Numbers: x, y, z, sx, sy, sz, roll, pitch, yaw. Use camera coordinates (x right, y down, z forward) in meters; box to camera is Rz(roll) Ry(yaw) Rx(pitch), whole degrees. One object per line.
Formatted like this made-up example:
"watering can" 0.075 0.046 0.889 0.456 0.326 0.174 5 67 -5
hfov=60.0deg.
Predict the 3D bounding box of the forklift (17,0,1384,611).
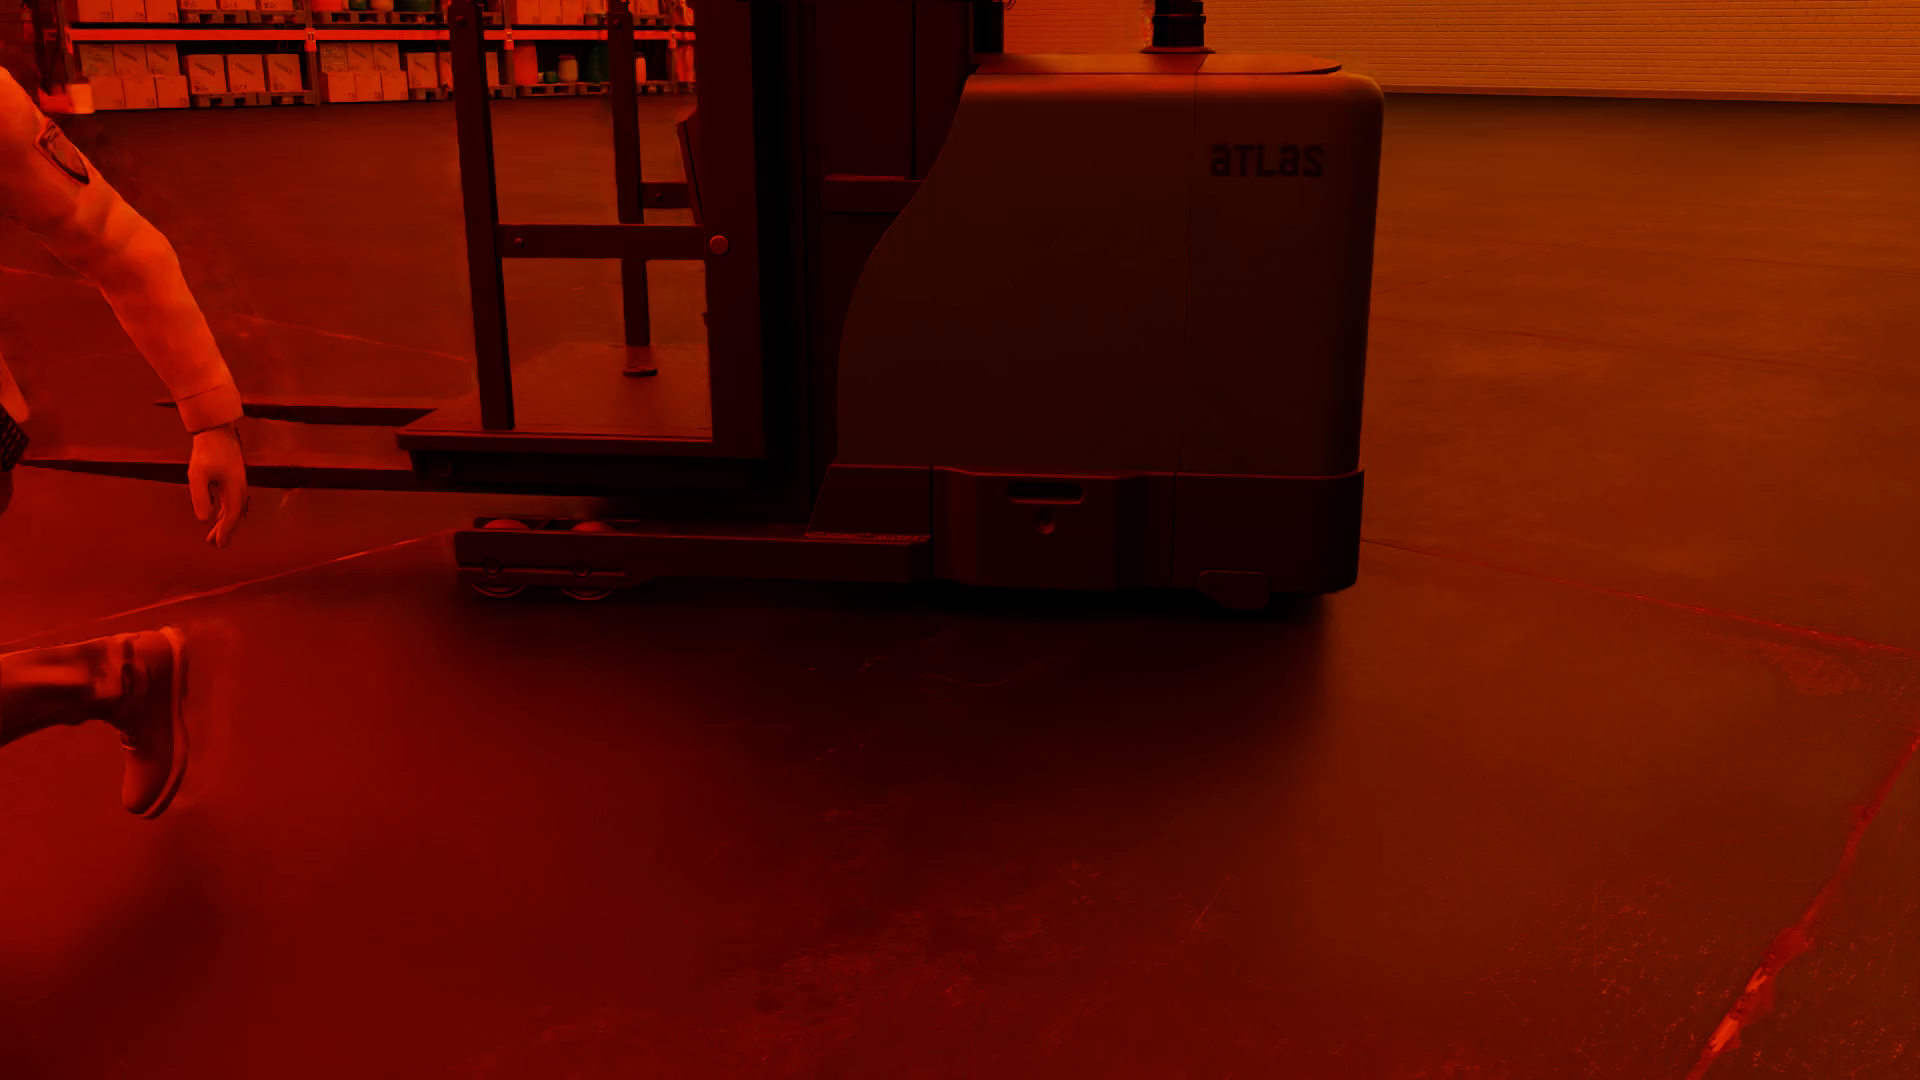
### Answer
"forklift" -0.642 -1.423 3.584 3.031 2.935 1.130 2 17 6

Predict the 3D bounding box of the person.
"person" -1.227 -0.129 1.975 0.564 1.449 0.844 2 17 5
